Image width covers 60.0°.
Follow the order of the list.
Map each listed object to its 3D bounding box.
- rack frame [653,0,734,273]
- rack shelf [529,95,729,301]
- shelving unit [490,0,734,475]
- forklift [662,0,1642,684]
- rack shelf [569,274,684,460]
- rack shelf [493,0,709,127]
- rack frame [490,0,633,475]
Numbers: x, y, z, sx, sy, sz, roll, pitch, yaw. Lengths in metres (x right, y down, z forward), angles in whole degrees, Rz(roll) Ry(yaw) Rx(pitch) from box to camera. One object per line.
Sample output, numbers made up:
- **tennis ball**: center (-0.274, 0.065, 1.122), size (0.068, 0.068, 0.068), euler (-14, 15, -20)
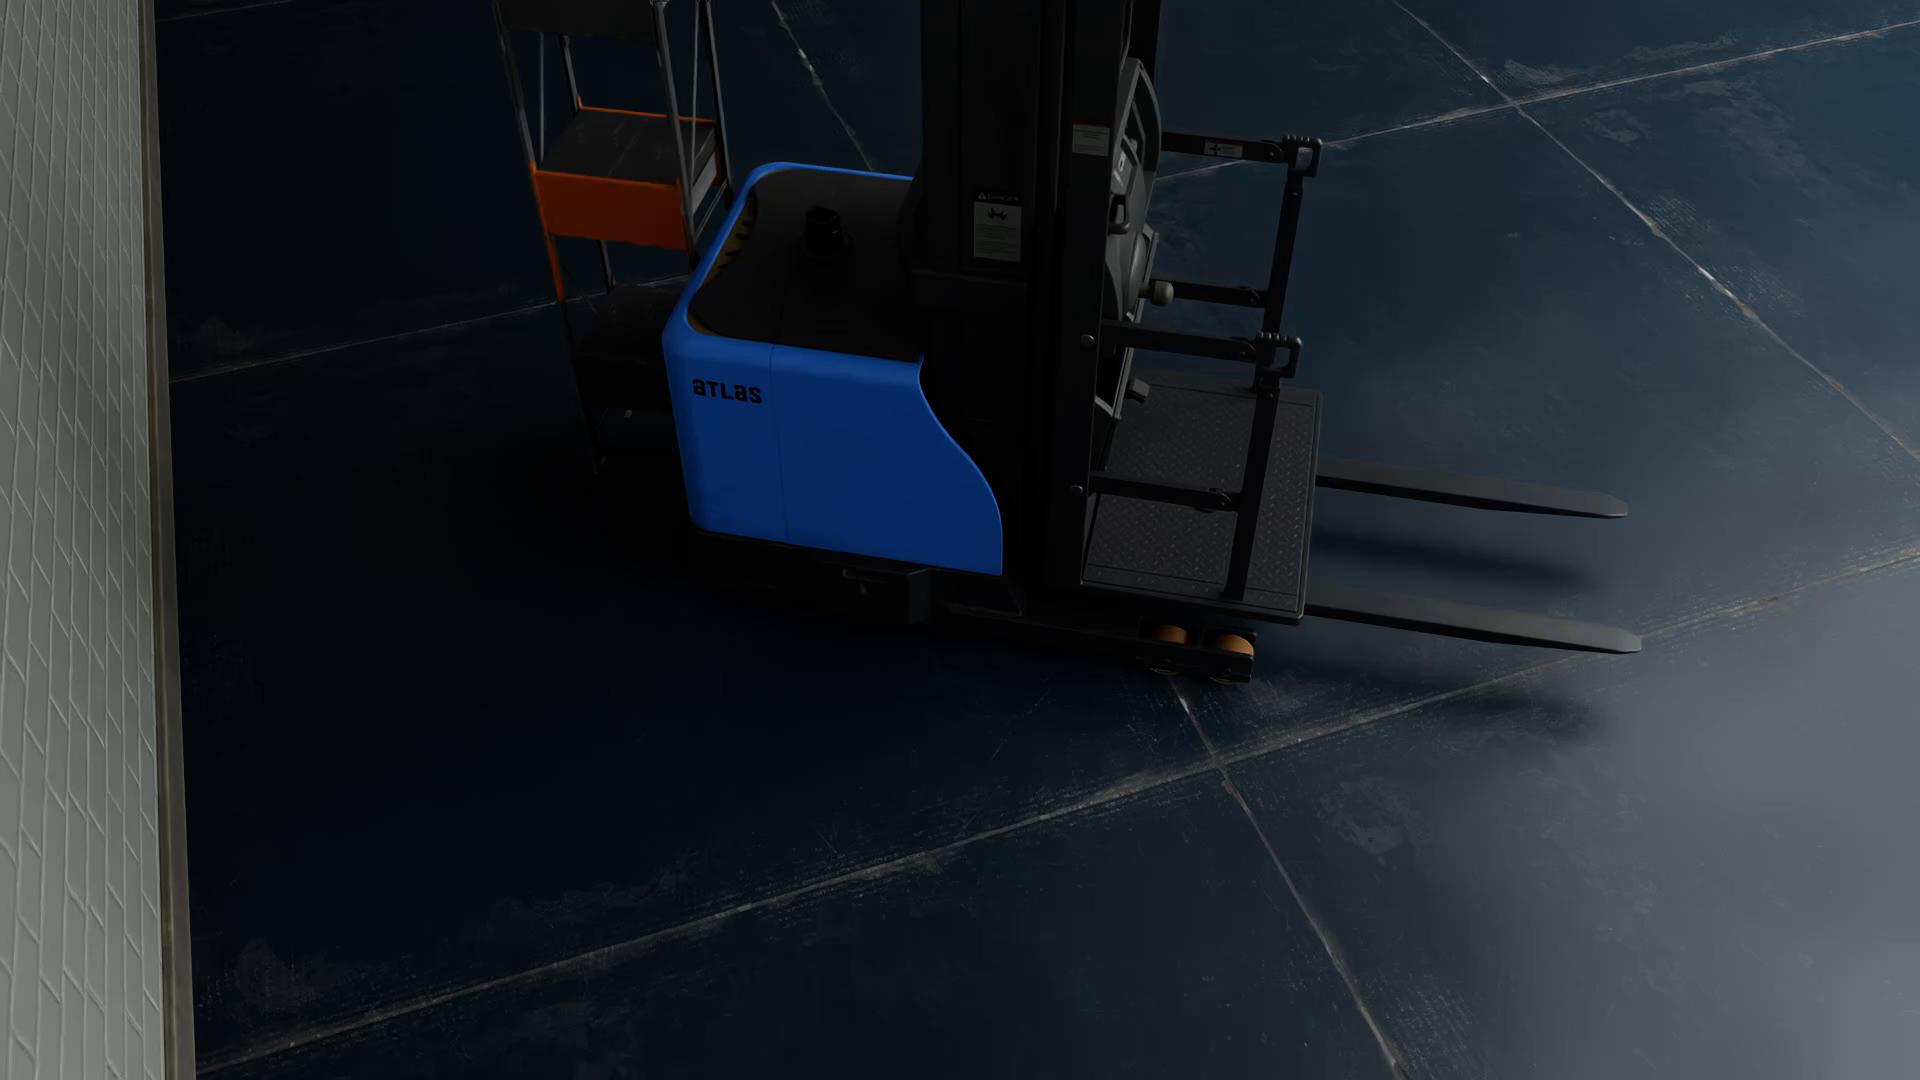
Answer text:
- **rack frame**: center (-0.796, -1.048, 5.307), size (0.015, 2.100, 0.400), euler (8, 46, 9)
- **rack shelf**: center (-1.035, -1.072, 5.353), size (0.480, 0.518, 0.431), euler (8, 46, 9)
- **shelving unit**: center (-1.035, -1.082, 5.343), size (0.503, 2.100, 0.431), euler (8, 46, 9)
- **forklift**: center (0.678, -0.990, 4.667), size (3.031, 2.935, 1.130), euler (8, 46, 8)
- **rack shelf**: center (-1.030, -0.578, 5.848), size (0.480, 0.518, 0.431), euler (8, 46, 9)
- **rack shelf**: center (-1.040, -1.567, 4.858), size (0.480, 0.518, 0.431), euler (8, 46, 9)
- **rack frame**: center (-1.274, -1.116, 5.380), size (0.015, 2.100, 0.400), euler (8, 46, 9)
